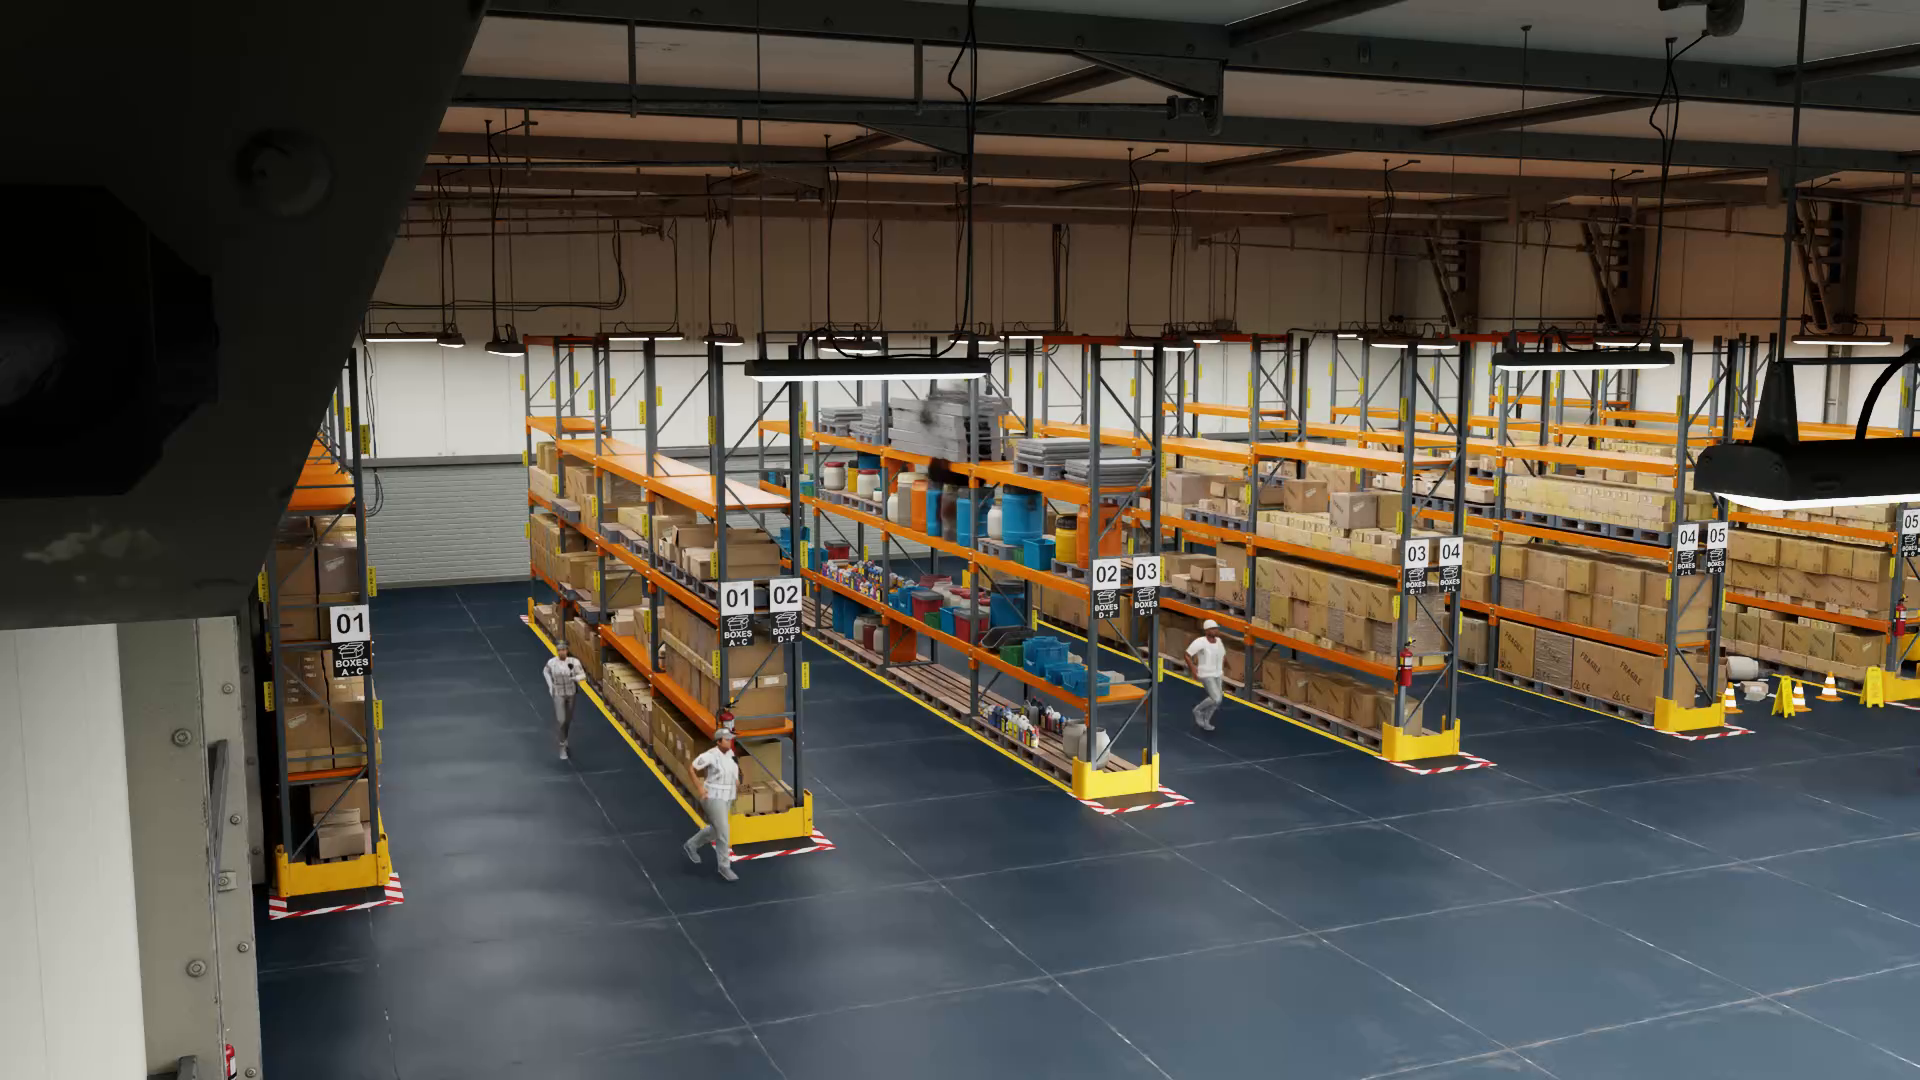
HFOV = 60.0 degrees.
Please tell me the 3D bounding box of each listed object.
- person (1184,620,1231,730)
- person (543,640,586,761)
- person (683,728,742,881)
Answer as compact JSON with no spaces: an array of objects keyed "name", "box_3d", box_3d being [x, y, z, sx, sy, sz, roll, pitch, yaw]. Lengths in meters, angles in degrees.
[{"name":"person","box_3d":[3.867,2.082,25.529,0.690,1.721,0.597,-6,9,-36]},{"name":"person","box_3d":[-5.742,2.290,24.227,0.584,1.754,0.775,-3,8,-19]},{"name":"person","box_3d":[-2.795,2.997,19.151,0.884,1.679,0.636,4,9,28]}]
